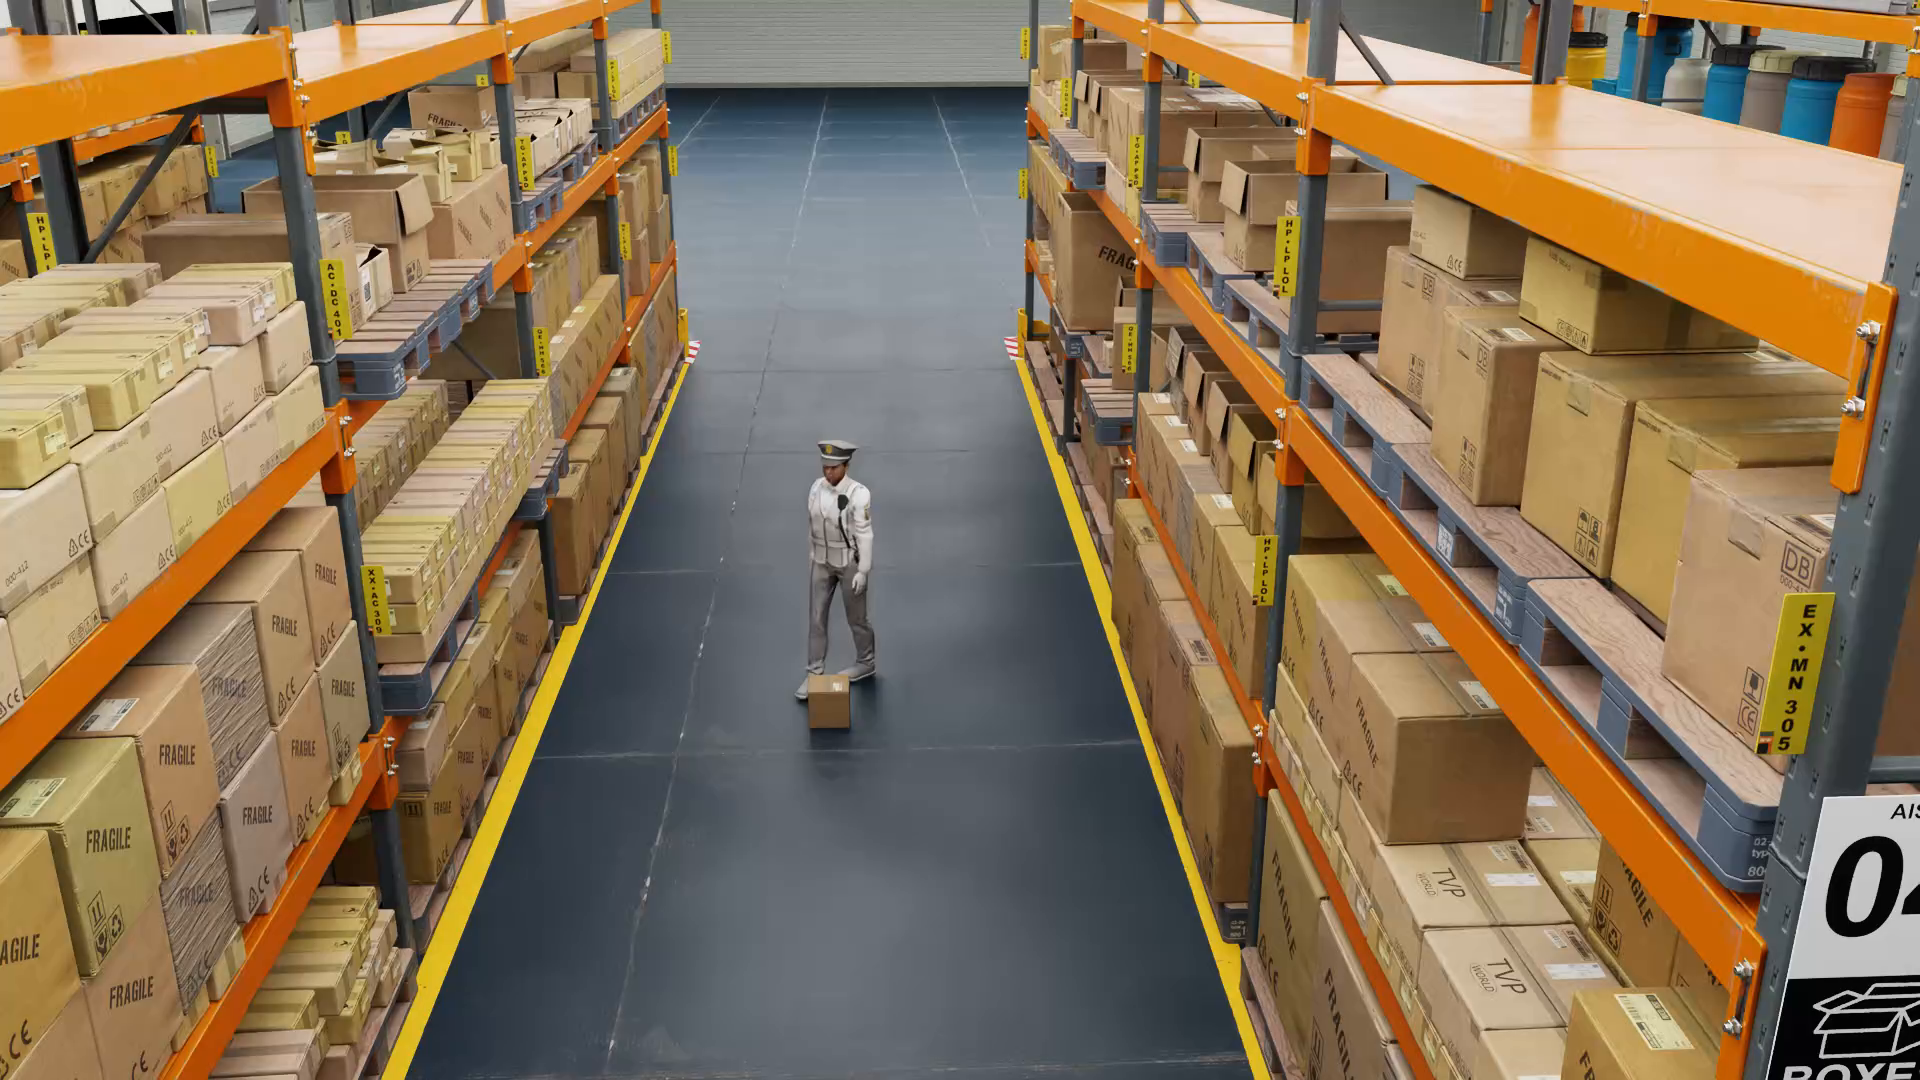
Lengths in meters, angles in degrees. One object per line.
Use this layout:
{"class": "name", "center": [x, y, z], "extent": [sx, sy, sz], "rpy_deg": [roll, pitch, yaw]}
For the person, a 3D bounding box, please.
{"class": "person", "center": [-0.808, 0.179, 10.557], "extent": [0.475, 1.670, 0.624], "rpy_deg": [11, 23, 26]}
